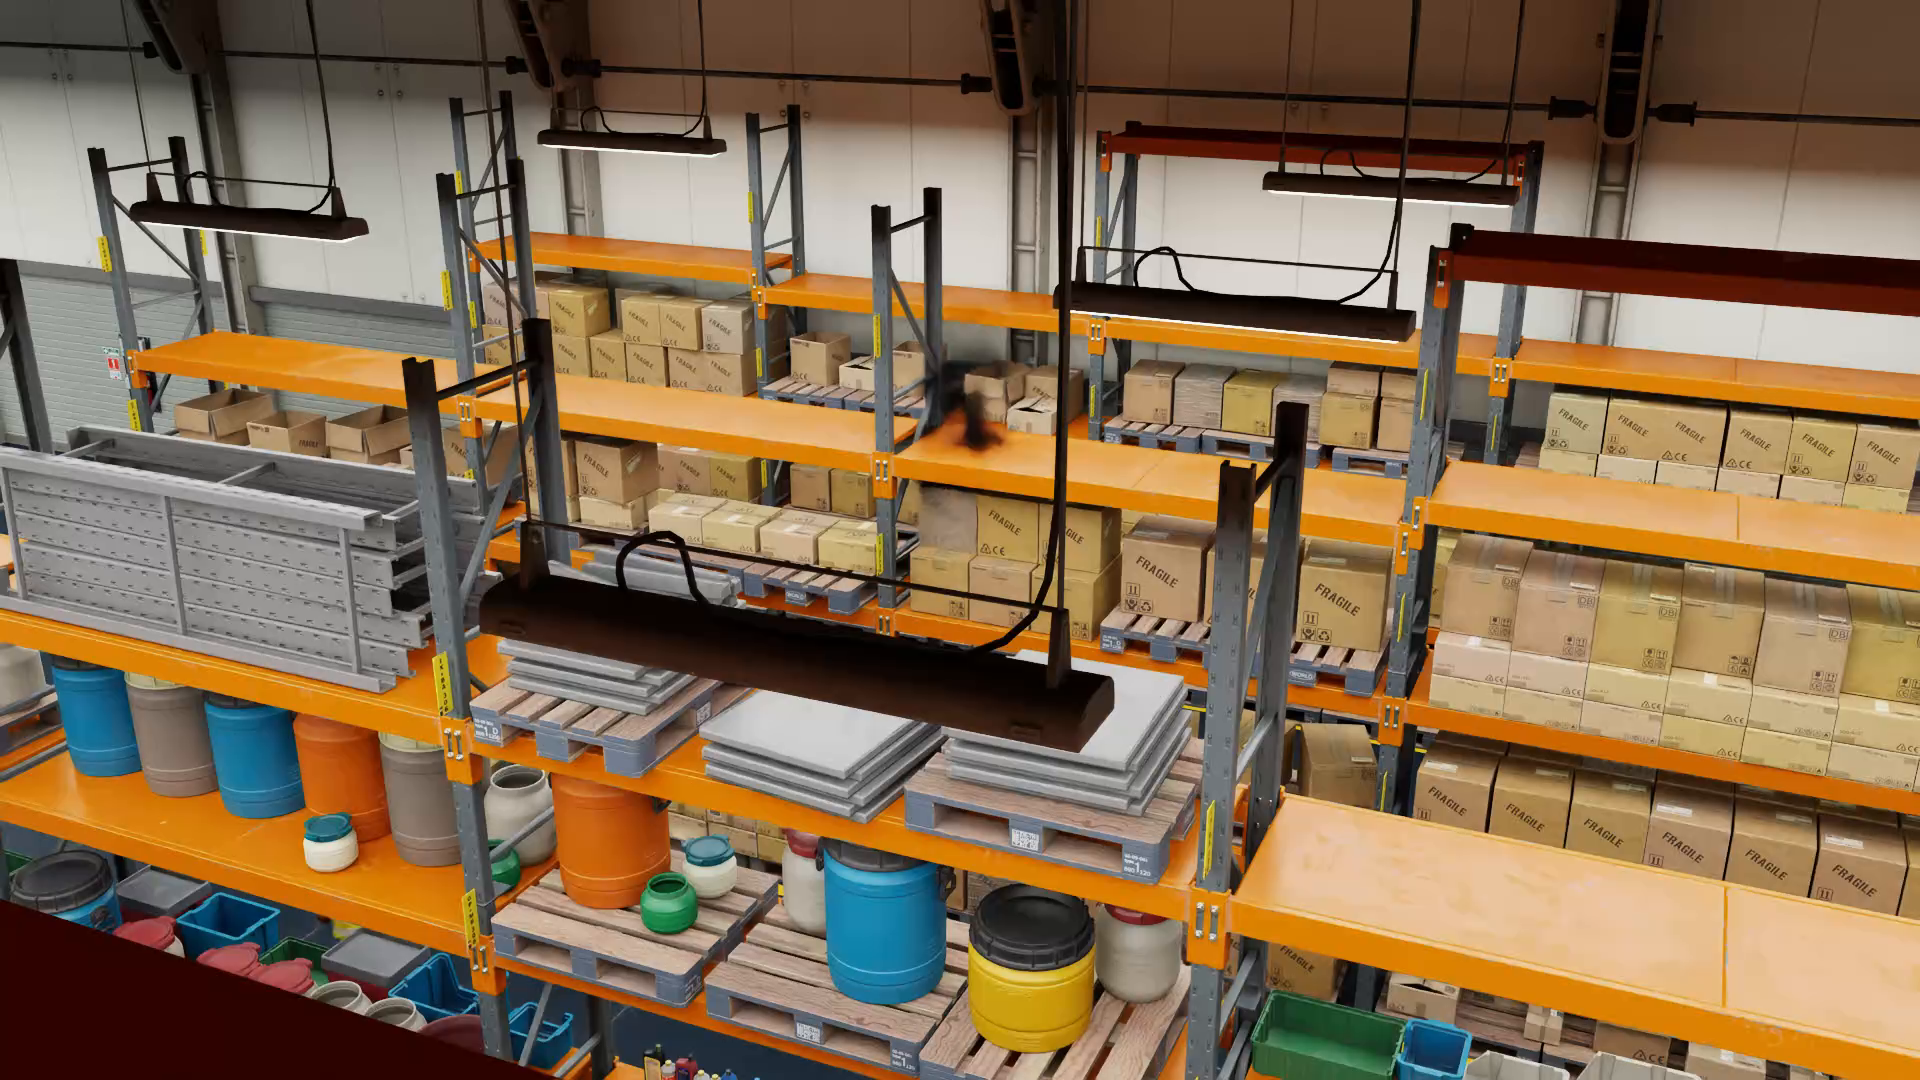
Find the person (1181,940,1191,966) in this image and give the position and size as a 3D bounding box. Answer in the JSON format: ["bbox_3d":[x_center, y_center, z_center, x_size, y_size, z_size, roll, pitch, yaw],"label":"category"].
[{"bbox_3d":[1.497,3.427,11.186,0.738,1.719,0.531,2,21,7],"label":"person"}]

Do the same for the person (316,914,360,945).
[{"bbox_3d":[-4.490,2.915,12.430,0.751,1.823,0.669,5,21,14],"label":"person"}]
